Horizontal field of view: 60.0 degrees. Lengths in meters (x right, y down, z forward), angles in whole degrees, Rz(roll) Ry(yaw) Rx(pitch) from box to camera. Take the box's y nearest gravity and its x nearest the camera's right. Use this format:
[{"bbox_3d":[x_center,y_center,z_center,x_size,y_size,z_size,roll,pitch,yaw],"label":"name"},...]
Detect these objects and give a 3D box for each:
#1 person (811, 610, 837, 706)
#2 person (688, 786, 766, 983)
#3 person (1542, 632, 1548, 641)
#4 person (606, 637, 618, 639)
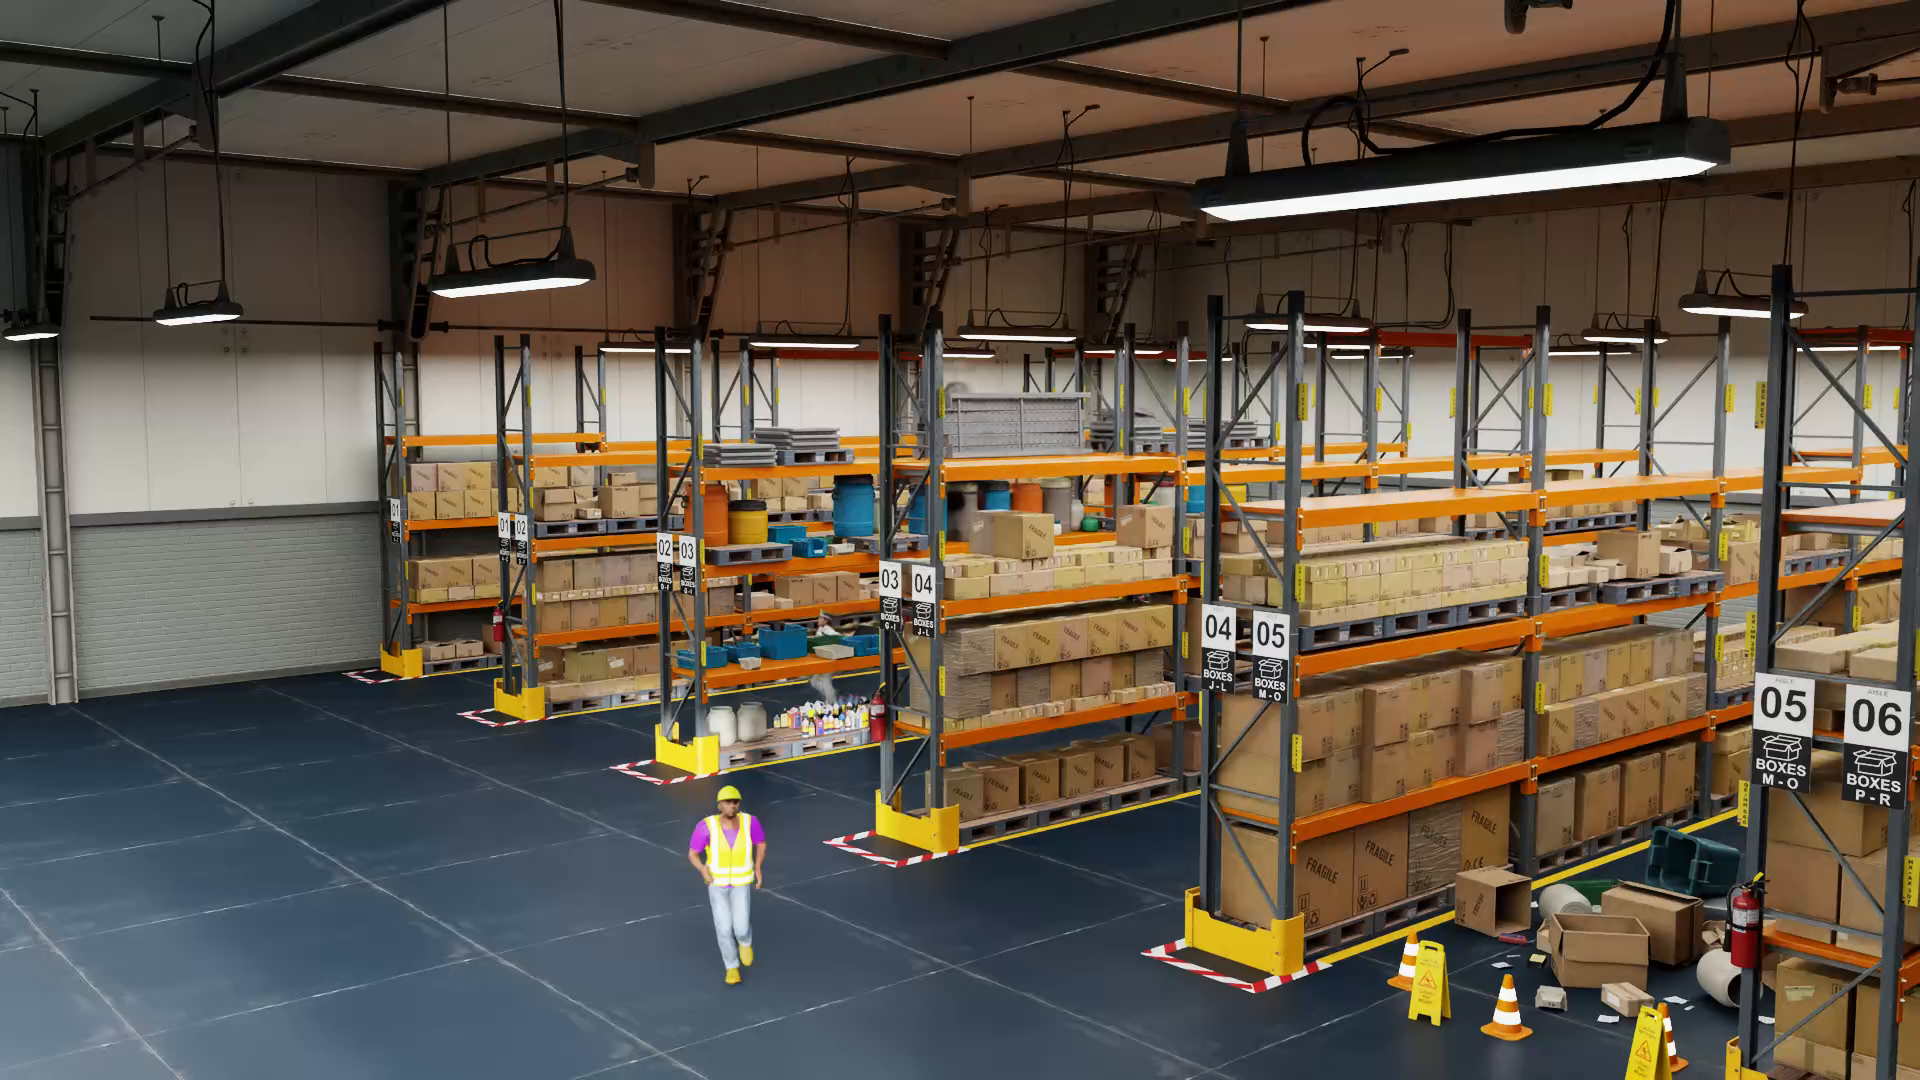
[{"bbox_3d":[-2.168,1.930,26.432,0.543,1.666,0.599,-4,7,-40],"label":"person"},{"bbox_3d":[-2.015,2.989,14.475,0.683,1.732,0.612,-1,5,-12],"label":"person"},{"bbox_3d":[8.581,2.134,24.564,0.616,1.631,0.599,5,7,43],"label":"person"},{"bbox_3d":[-6.099,1.703,29.329,0.508,1.554,0.690,4,7,40],"label":"person"}]
